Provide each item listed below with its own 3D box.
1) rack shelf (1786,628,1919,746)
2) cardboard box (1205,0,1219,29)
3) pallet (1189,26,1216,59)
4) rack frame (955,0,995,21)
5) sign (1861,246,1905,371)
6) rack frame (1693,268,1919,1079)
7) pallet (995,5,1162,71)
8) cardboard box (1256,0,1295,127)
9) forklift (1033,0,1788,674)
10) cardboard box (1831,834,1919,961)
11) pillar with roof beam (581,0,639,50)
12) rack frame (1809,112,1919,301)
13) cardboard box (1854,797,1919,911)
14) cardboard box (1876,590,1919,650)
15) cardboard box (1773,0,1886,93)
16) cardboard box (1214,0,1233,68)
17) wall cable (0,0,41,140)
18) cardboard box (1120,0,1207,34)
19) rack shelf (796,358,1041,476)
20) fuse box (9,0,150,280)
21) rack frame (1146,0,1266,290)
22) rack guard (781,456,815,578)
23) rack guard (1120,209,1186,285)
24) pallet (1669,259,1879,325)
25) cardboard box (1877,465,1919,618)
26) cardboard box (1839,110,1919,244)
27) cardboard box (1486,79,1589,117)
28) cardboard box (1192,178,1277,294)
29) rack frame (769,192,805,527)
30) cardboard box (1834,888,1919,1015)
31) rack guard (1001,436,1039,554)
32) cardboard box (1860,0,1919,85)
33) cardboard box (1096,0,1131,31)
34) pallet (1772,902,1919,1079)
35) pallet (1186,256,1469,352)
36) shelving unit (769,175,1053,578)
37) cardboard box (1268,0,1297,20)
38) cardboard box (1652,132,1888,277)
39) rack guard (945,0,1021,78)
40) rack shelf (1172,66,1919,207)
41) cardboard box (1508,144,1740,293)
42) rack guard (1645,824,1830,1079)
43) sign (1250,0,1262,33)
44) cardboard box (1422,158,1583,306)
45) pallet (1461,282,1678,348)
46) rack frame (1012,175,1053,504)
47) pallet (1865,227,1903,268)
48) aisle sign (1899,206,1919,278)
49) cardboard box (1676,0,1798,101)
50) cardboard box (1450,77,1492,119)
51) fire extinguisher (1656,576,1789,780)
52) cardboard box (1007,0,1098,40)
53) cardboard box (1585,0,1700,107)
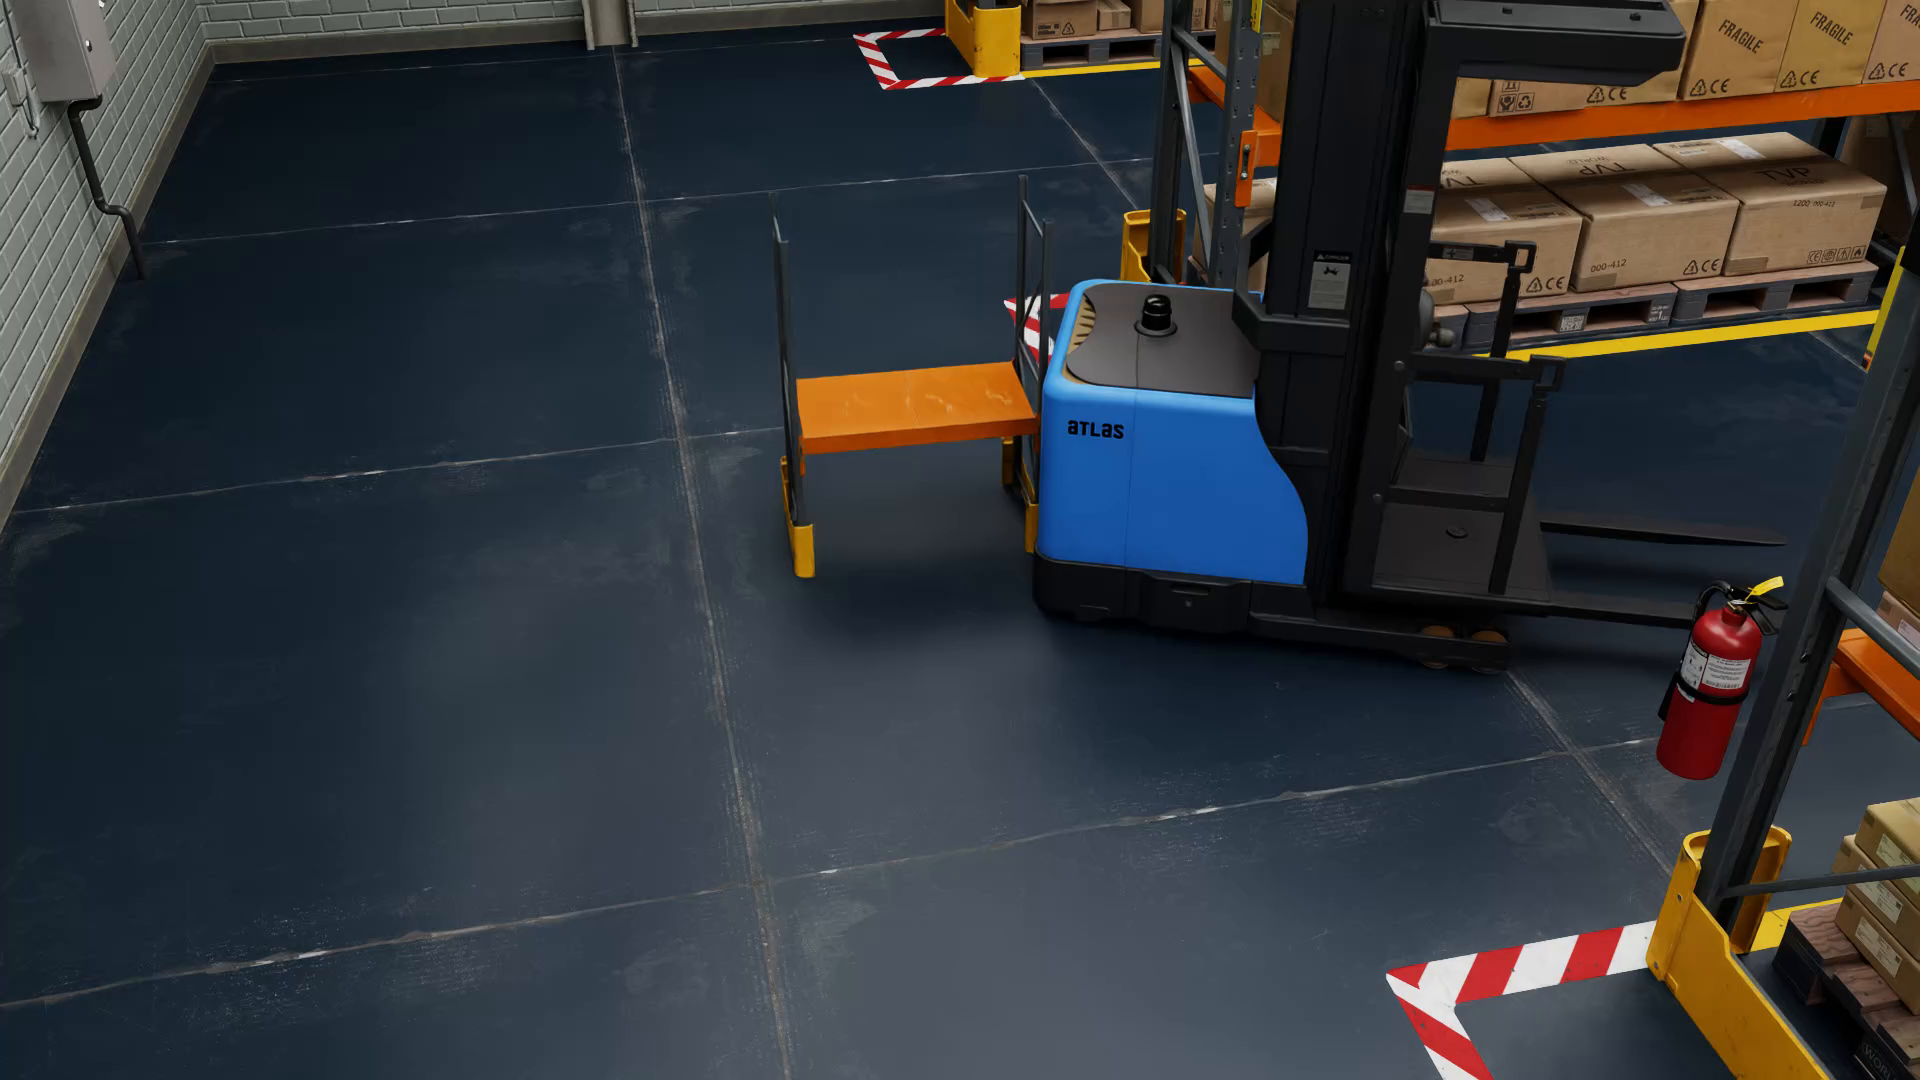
[{"bbox_3d":[4.330,0.424,4.572,4.000,0.370,1.077,-7,35,-11],"label":"rack shelf"},{"bbox_3d":[2.088,-4.259,12.771,0.500,0.500,0.500,-7,34,-10],"label":"cardboard box"},{"bbox_3d":[2.129,-4.102,13.174,1.213,0.211,1.003,-7,35,-11],"label":"pallet"},{"bbox_3d":[0.090,-5.004,12.015,0.127,3.000,1.000,-7,35,-11],"label":"rack frame"},{"bbox_3d":[2.276,-0.545,4.048,0.005,0.325,0.100,-7,35,-11],"label":"sign"},{"bbox_3d":[2.379,0.371,4.005,0.127,3.000,1.000,-7,35,-11],"label":"rack frame"},{"bbox_3d":[0.942,-3.954,12.953,1.213,0.211,1.003,-7,35,-11],"label":"pallet"},{"bbox_3d":[1.720,-2.252,7.824,0.500,0.500,0.500,-7,35,-11],"label":"cardboard box"},{"bbox_3d":[1.863,-1.019,6.137,3.031,2.935,1.130,6,34,9],"label":"forklift"},{"bbox_3d":[2.831,1.037,4.928,0.250,0.149,0.380,-8,35,-12],"label":"cardboard box"},{"bbox_3d":[-1.789,-5.314,7.093,0.400,9.000,9.100,-7,35,-11],"label":"pillar with roof beam"},{"bbox_3d":[5.090,-2.799,8.729,0.127,3.000,1.000,-7,35,-11],"label":"rack frame"},{"bbox_3d":[2.840,0.930,4.819,0.250,0.149,0.380,-7,34,-10],"label":"cardboard box"},{"bbox_3d":[2.635,0.281,4.364,0.250,0.149,0.380,-7,35,-10],"label":"cardboard box"},{"bbox_3d":[4.194,-2.578,8.310,0.500,0.500,0.500,-8,35,-12],"label":"cardboard box"},{"bbox_3d":[1.601,-2.552,8.271,0.500,0.500,0.500,-7,34,-10],"label":"cardboard box"},{"bbox_3d":[-4.630,-2.792,7.808,0.122,1.984,0.588,-7,35,-11],"label":"wall cable"},{"bbox_3d":[1.550,-4.248,12.755,0.500,0.500,0.700,-6,34,-9],"label":"cardboard box"},{"bbox_3d":[-0.203,-0.528,7.014,1.000,0.185,0.538,-6,34,-8],"label":"rack shelf"},{"bbox_3d":[-4.627,-2.226,9.031,0.414,1.711,0.539,-7,35,-11],"label":"fuse box"},{"bbox_3d":[1.189,-2.307,7.996,0.127,3.000,1.000,-7,35,-11],"label":"rack frame"},{"bbox_3d":[-0.702,-0.109,7.187,0.087,0.250,0.587,-6,34,-8],"label":"rack guard"},{"bbox_3d":[1.165,-1.266,8.688,0.348,0.500,1.175,-7,35,-11],"label":"rack guard"},{"bbox_3d":[4.331,-1.590,9.430,1.213,0.211,1.003,-7,35,-11],"label":"pallet"},{"bbox_3d":[2.761,0.011,4.185,0.500,0.500,0.500,-6,34,-10],"label":"cardboard box"},{"bbox_3d":[5.677,-2.211,9.382,0.875,0.875,0.875,-6,34,-9],"label":"cardboard box"},{"bbox_3d":[2.708,-2.382,8.017,0.500,0.500,0.500,-7,35,-11],"label":"cardboard box"},{"bbox_3d":[1.810,-1.553,8.795,0.875,0.438,0.875,-8,35,-12],"label":"cardboard box"},{"bbox_3d":[-0.703,-0.627,6.839,0.032,1.500,0.500,-6,34,-8],"label":"rack frame"},{"bbox_3d":[2.847,1.202,4.948,0.250,0.149,0.380,-7,34,-10],"label":"cardboard box"},{"bbox_3d":[0.279,-0.207,7.334,0.087,0.250,0.587,-6,34,-8],"label":"rack guard"},{"bbox_3d":[4.694,-2.644,8.409,0.500,0.500,0.500,-7,34,-10],"label":"cardboard box"},{"bbox_3d":[1.131,-4.050,12.774,0.250,0.149,0.380,-9,35,-12],"label":"cardboard box"},{"bbox_3d":[3.254,1.439,4.917,1.213,0.211,1.003,-7,35,-11],"label":"pallet"},{"bbox_3d":[1.951,-1.290,8.983,1.213,0.211,1.003,-7,35,-11],"label":"pallet"},{"bbox_3d":[-0.212,-0.677,6.912,1.083,1.500,0.587,-6,34,-8],"label":"shelving unit"},{"bbox_3d":[1.720,-2.668,7.547,0.500,0.500,0.500,-8,35,-12],"label":"cardboard box"},{"bbox_3d":[4.454,-1.890,9.298,0.875,0.438,0.875,-8,35,-11],"label":"cardboard box"},{"bbox_3d":[0.164,-3.976,12.726,0.348,0.500,1.175,-7,35,-11],"label":"rack guard"},{"bbox_3d":[3.139,-2.254,8.563,4.000,0.370,1.077,-7,35,-11],"label":"rack shelf"},{"bbox_3d":[3.581,-1.780,9.133,0.875,0.438,0.875,-8,35,-12],"label":"cardboard box"},{"bbox_3d":[2.453,1.399,4.716,0.348,0.500,1.175,-7,35,-11],"label":"rack guard"},{"bbox_3d":[1.305,-2.397,7.282,0.005,0.325,0.100,-7,35,-11],"label":"sign"},{"bbox_3d":[2.701,-1.670,8.969,0.875,0.438,0.875,-6,34,-9],"label":"cardboard box"},{"bbox_3d":[3.139,-1.438,9.203,1.213,0.211,1.003,-7,35,-11],"label":"pallet"},{"bbox_3d":[0.298,-0.727,6.988,0.032,1.500,0.500,-6,34,-8],"label":"rack frame"},{"bbox_3d":[5.826,-1.777,9.708,1.213,0.211,1.003,-7,35,-11],"label":"pallet"},{"bbox_3d":[2.242,-0.863,3.511,0.004,0.787,0.394,-7,35,-11],"label":"aisle sign"},{"bbox_3d":[3.706,-2.508,8.206,0.500,0.500,0.500,-8,35,-11],"label":"cardboard box"},{"bbox_3d":[2.207,-2.329,7.939,0.500,0.500,0.500,-8,35,-11],"label":"cardboard box"},{"bbox_3d":[2.032,0.338,4.459,0.183,0.674,0.296,-7,35,-11],"label":"fire extinguisher"},{"bbox_3d":[0.708,-4.166,12.629,0.637,0.503,0.797,-9,35,-12],"label":"cardboard box"},{"bbox_3d":[3.192,-2.452,8.123,0.500,0.500,0.500,-6,34,-9],"label":"cardboard box"}]
